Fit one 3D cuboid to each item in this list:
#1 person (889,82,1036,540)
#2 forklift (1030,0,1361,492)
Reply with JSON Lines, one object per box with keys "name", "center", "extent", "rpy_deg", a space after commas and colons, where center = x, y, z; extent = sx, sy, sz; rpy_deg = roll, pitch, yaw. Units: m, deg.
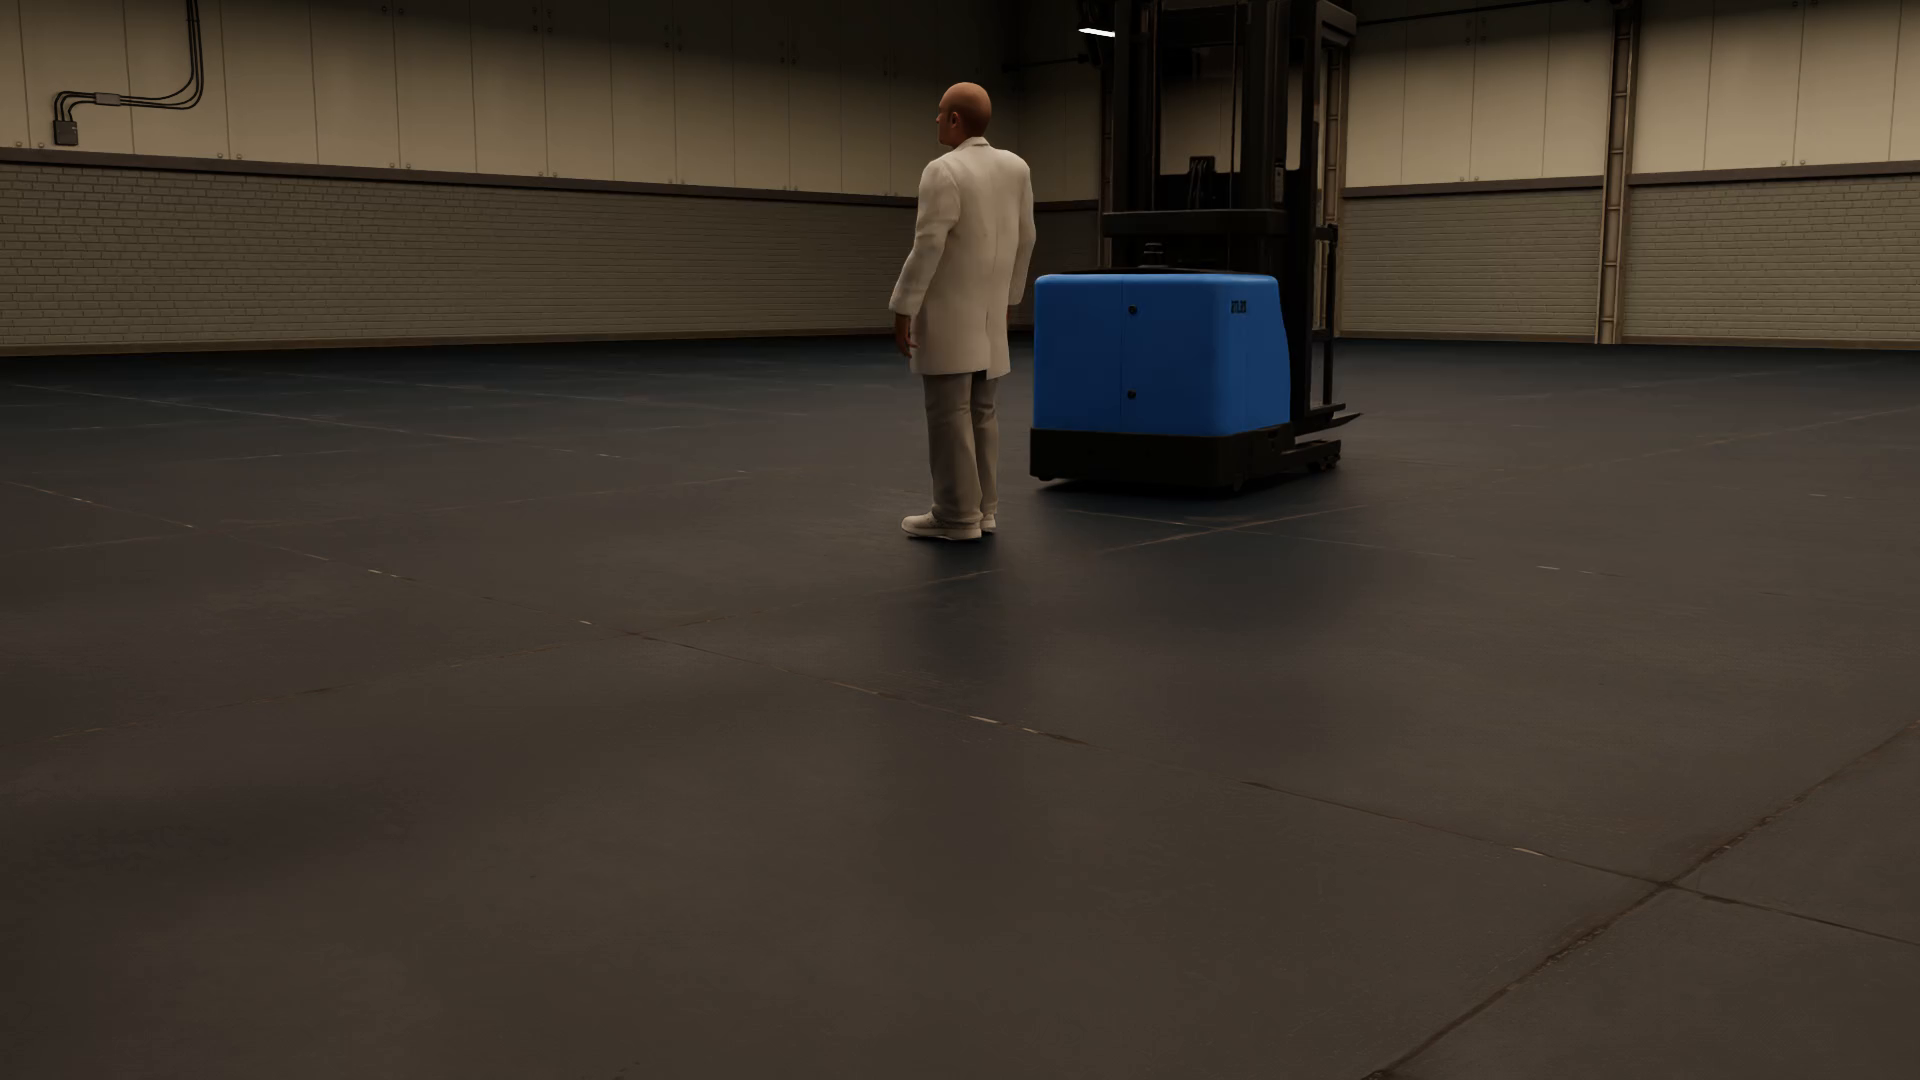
{"name": "person", "center": [-0.063, -0.896, 6.649], "extent": [0.578, 1.777, 0.698], "rpy_deg": [8, 12, 43]}
{"name": "forklift", "center": [1.510, -1.859, 9.222], "extent": [1.130, 2.935, 3.031], "rpy_deg": [5, 10, 29]}
